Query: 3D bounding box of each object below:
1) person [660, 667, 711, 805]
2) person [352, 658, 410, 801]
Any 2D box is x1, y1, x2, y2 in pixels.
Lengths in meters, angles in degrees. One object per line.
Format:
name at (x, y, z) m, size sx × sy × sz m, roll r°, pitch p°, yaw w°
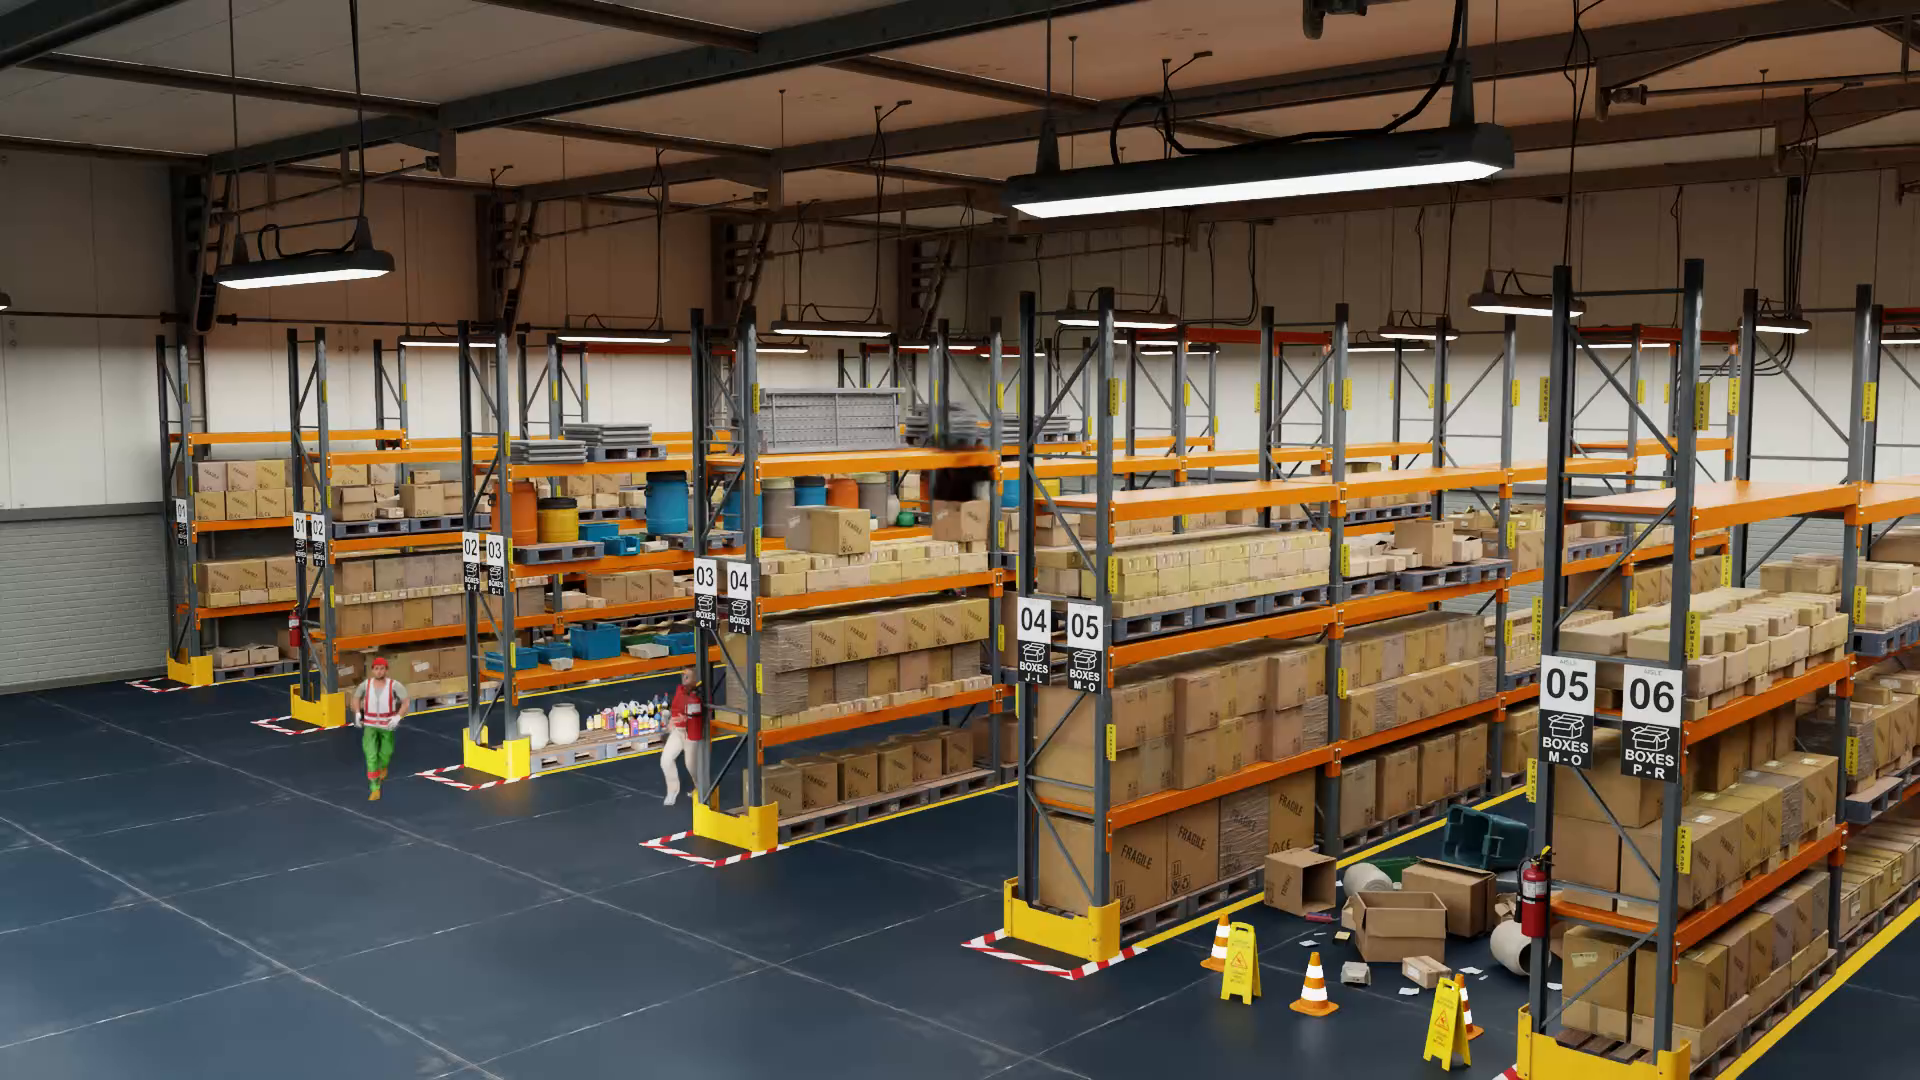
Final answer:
person at (-3.330, 2.427, 20.456) m, size 0.640 × 1.767 × 0.748 m, roll 3°, pitch 6°, yaw 28°
person at (-7.299, 2.345, 20.988) m, size 0.699 × 1.764 × 0.776 m, roll -1°, pitch 5°, yaw -12°
